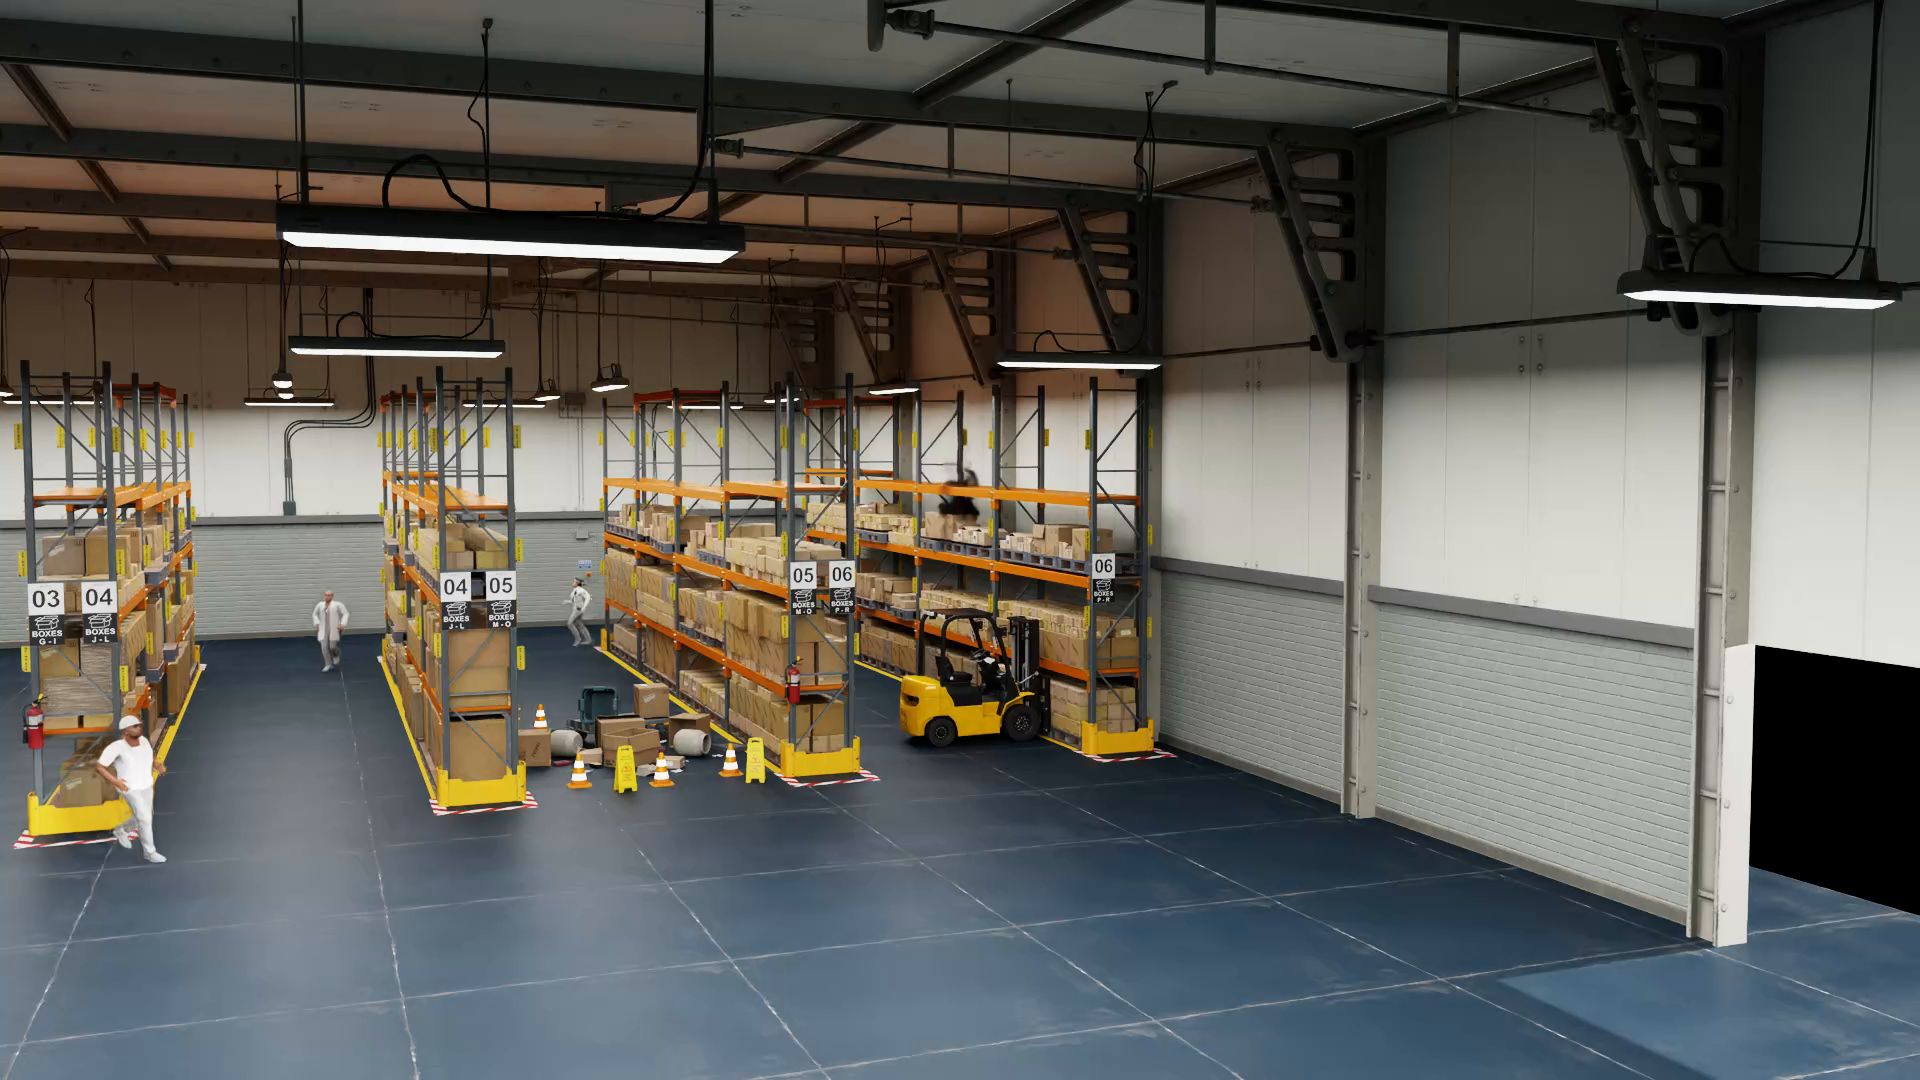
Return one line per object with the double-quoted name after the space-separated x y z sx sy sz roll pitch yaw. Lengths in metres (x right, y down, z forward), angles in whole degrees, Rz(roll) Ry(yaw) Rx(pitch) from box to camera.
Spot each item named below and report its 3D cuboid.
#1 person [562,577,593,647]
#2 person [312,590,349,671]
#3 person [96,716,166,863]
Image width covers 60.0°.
-9.293 1.738 40.383 0.692 1.712 0.601 -1 4 -22 "person"
-13.732 1.963 36.267 0.749 1.741 0.666 0 3 -7 "person"
-9.850 2.949 19.738 0.836 1.758 0.711 1 4 17 "person"
